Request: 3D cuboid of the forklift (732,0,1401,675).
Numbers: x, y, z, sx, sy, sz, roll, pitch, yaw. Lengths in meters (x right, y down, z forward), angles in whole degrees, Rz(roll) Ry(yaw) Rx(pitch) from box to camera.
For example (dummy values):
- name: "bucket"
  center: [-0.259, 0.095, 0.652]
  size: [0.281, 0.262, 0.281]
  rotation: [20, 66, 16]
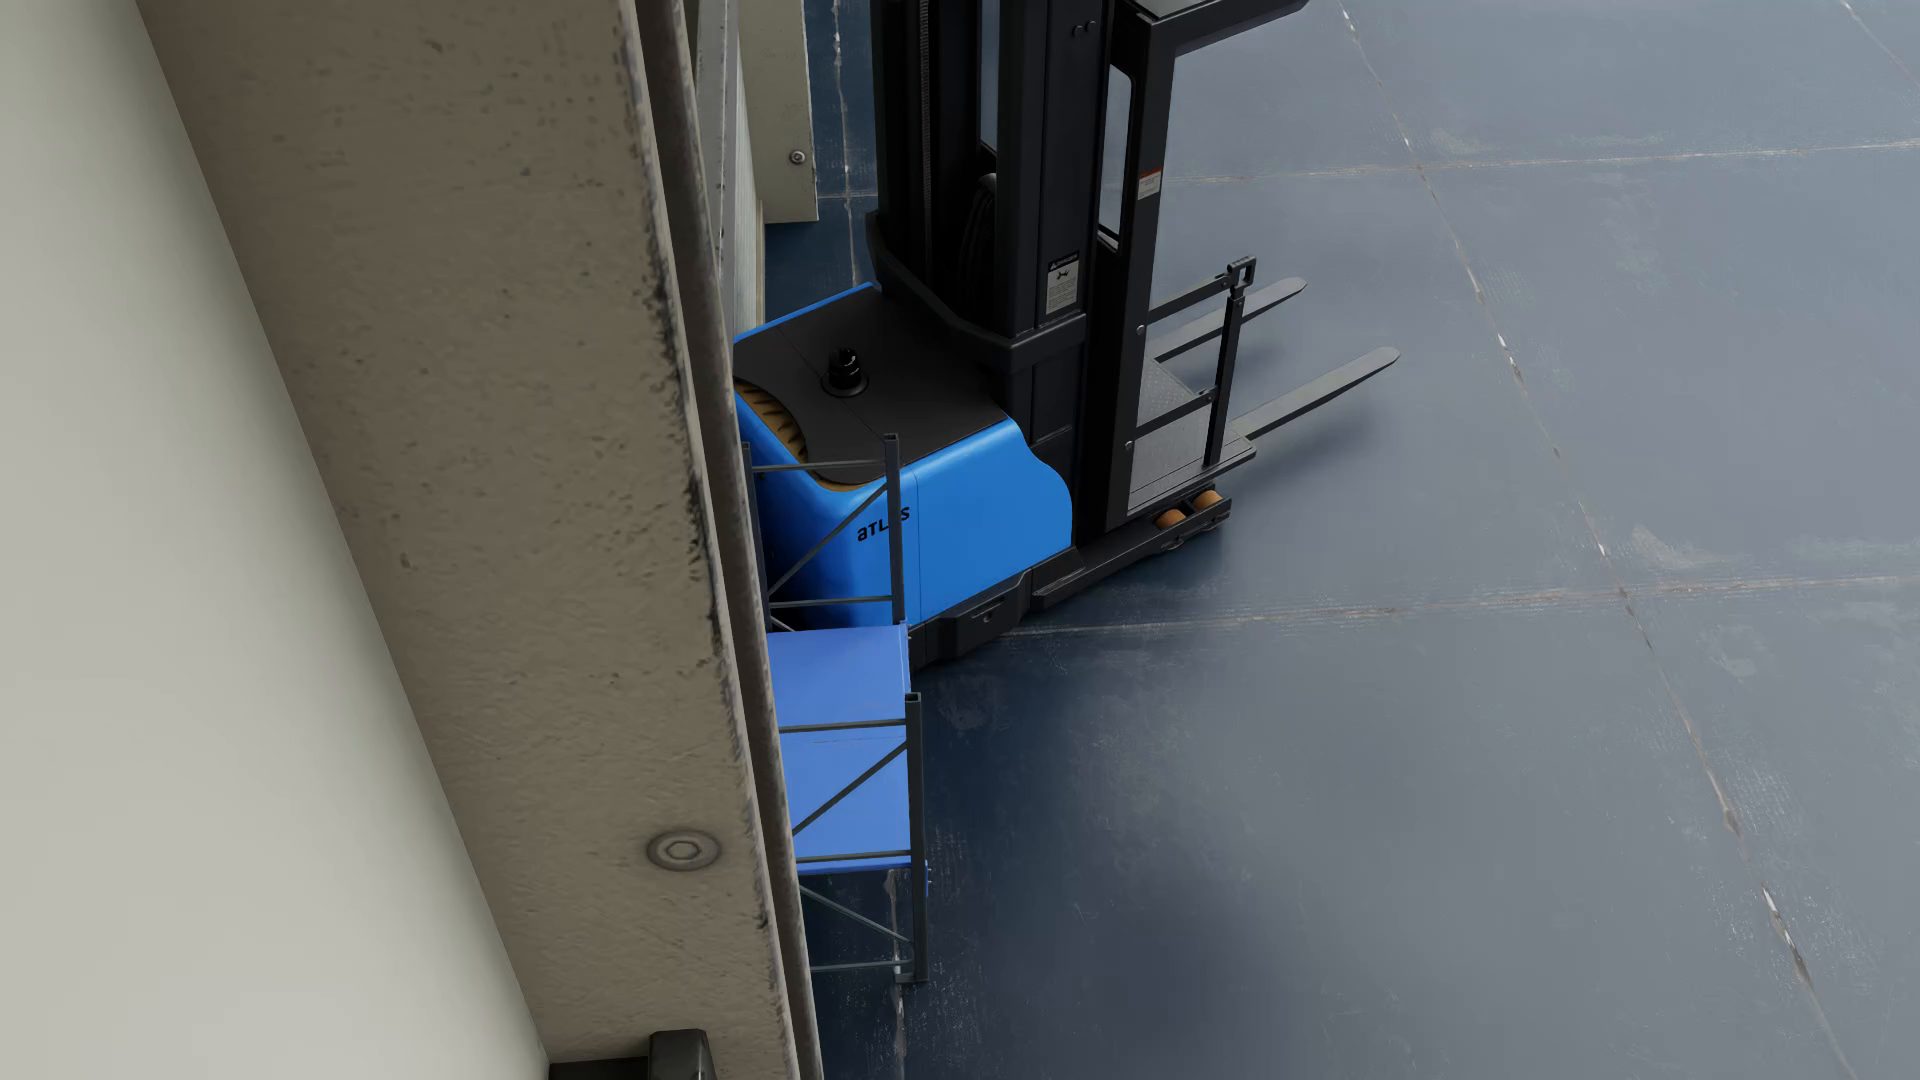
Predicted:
- name: "forklift"
  center: [0.515, -1.262, 6.063]
  size: [3.031, 2.935, 1.130]
  rotation: [-26, 52, -23]

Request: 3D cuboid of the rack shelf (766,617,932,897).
- name: "rack shelf"
  center: [-0.396, 0.704, 5.434]
  size: [0.538, 0.185, 1.000]
  rotation: [-3, 47, -3]

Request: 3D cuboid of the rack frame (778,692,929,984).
- name: "rack frame"
  center: [-0.354, 0.948, 4.956]
  size: [0.500, 1.500, 0.032]
  rotation: [-3, 47, -3]

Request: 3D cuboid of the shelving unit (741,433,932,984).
- name: "shelving unit"
  center: [-0.396, 0.580, 5.304]
  size: [0.538, 1.500, 1.048]
  rotation: [-3, 47, -3]

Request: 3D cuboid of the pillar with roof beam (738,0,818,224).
- name: "pillar with roof beam"
  center: [3.402, -5.106, 5.525]
  size: [9.100, 9.000, 0.400]
  rotation: [-3, 47, -3]

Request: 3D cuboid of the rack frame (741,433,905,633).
- name: "rack frame"
  center: [-0.439, 0.213, 5.652]
  size: [0.500, 1.500, 0.032]
  rotation: [-3, 47, -3]
